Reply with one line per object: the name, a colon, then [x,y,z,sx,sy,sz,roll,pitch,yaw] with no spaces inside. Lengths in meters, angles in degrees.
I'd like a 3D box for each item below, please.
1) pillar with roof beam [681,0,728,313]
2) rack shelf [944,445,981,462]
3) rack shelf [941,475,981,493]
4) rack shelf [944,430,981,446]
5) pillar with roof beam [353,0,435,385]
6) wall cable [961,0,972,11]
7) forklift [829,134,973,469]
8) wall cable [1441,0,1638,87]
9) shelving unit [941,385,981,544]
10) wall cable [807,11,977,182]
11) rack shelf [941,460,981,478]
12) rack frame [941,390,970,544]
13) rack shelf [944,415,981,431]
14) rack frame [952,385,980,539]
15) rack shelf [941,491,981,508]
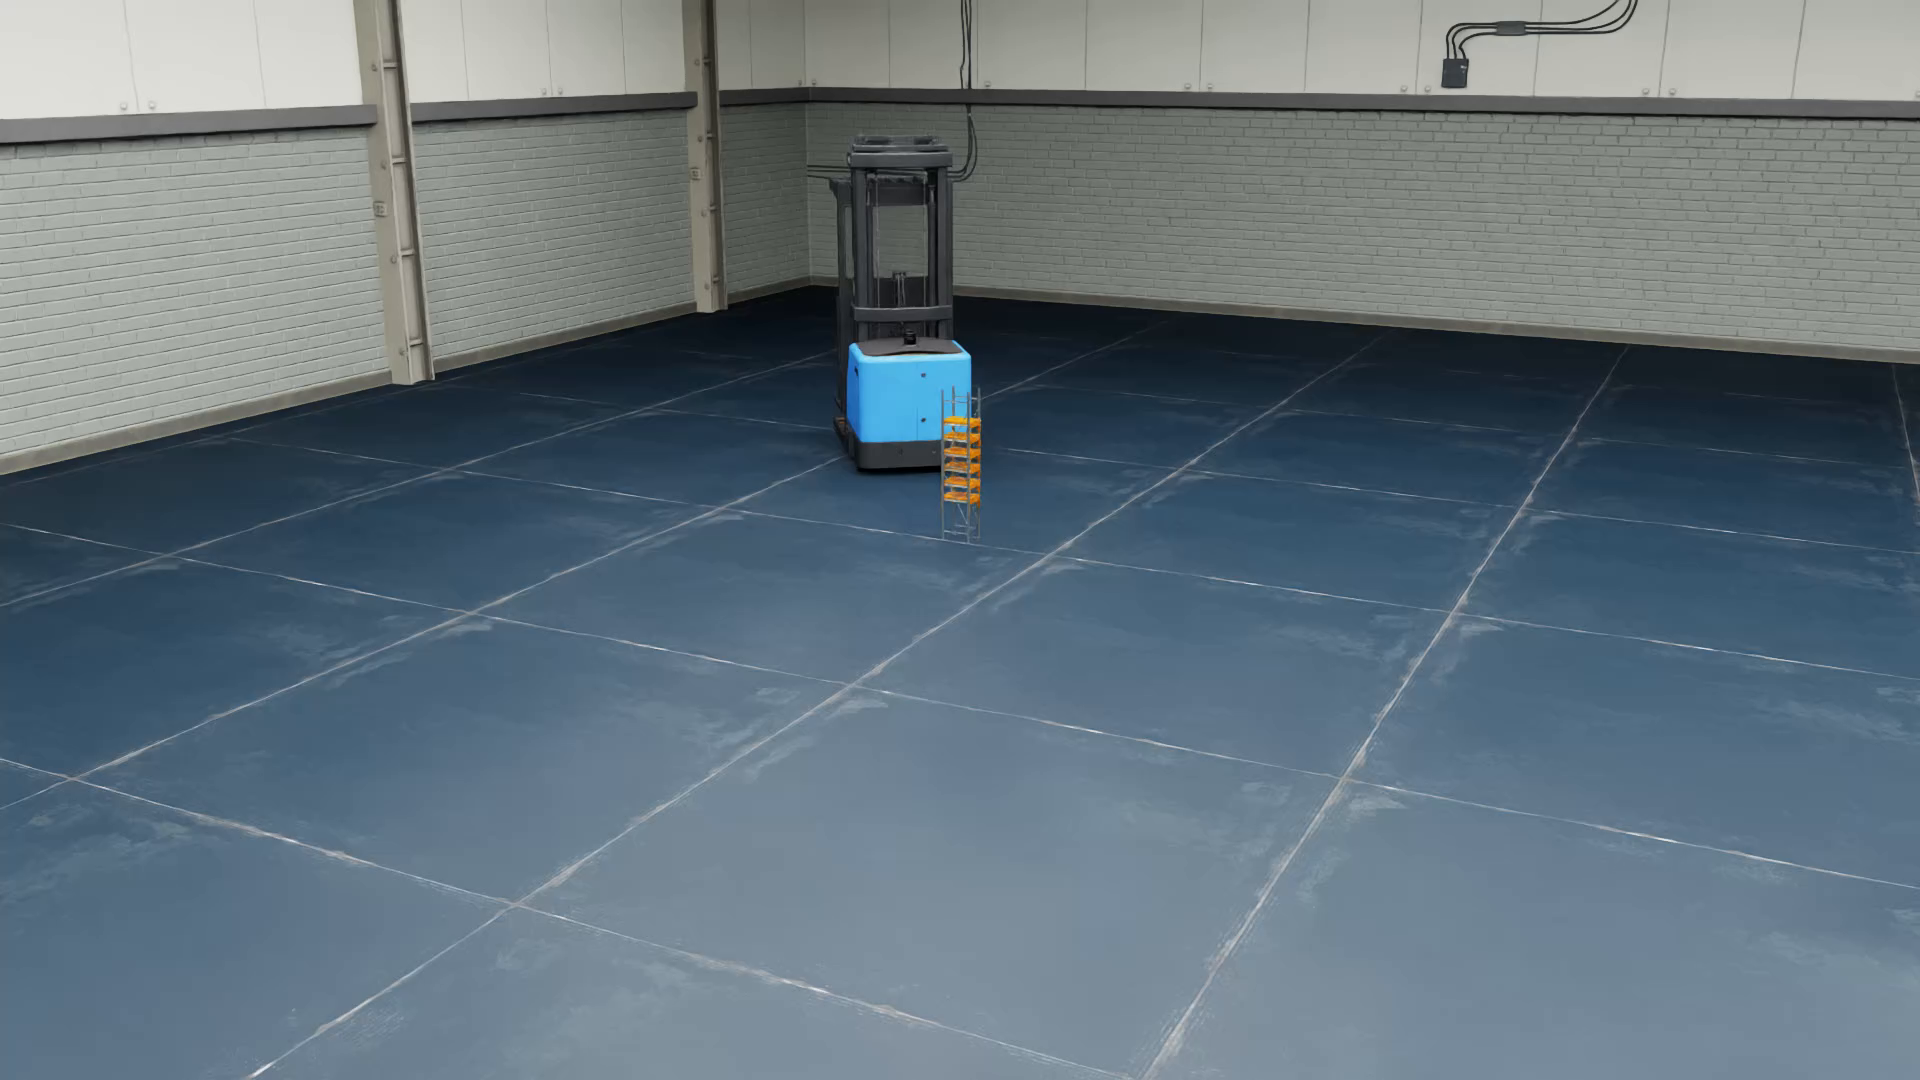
pillar with roof beam: [0.215,-7.129,21.221,9.100,9.000,0.400,8,18,25]
rack shelf: [0.006,-0.651,12.844,0.258,0.103,0.180,8,18,25]
rack shelf: [0.006,-0.421,12.913,0.258,0.103,0.180,8,18,25]
rack shelf: [0.006,-0.766,12.810,0.258,0.103,0.180,8,18,25]
pillar with roof beam: [-2.466,-5.601,16.075,9.100,9.000,0.400,8,18,25]
wall cable: [1.284,-8.847,23.589,3.097,2.526,0.112,8,18,25]
forklift: [-0.654,-2.422,16.030,1.130,2.935,3.031,-3,17,-10]
wall cable: [7.349,-8.677,20.461,2.305,6.003,0.169,8,18,25]
shelving unit: [0.006,-0.579,12.866,0.258,1.200,0.189,8,18,25]
wall cable: [-1.136,-6.770,25.467,3.097,2.526,0.112,8,18,25]
rack shelf: [0.006,-0.536,12.879,0.258,0.103,0.180,8,18,25]
rack frame: [-0.034,-0.556,12.787,0.240,1.200,0.006,8,18,25]
rack shelf: [0.006,-0.881,12.776,0.258,0.103,0.180,8,18,25]
rack frame: [0.047,-0.602,12.944,0.240,1.200,0.006,8,18,25]
rack shelf: [0.006,-0.306,12.947,0.258,0.103,0.180,8,18,25]
